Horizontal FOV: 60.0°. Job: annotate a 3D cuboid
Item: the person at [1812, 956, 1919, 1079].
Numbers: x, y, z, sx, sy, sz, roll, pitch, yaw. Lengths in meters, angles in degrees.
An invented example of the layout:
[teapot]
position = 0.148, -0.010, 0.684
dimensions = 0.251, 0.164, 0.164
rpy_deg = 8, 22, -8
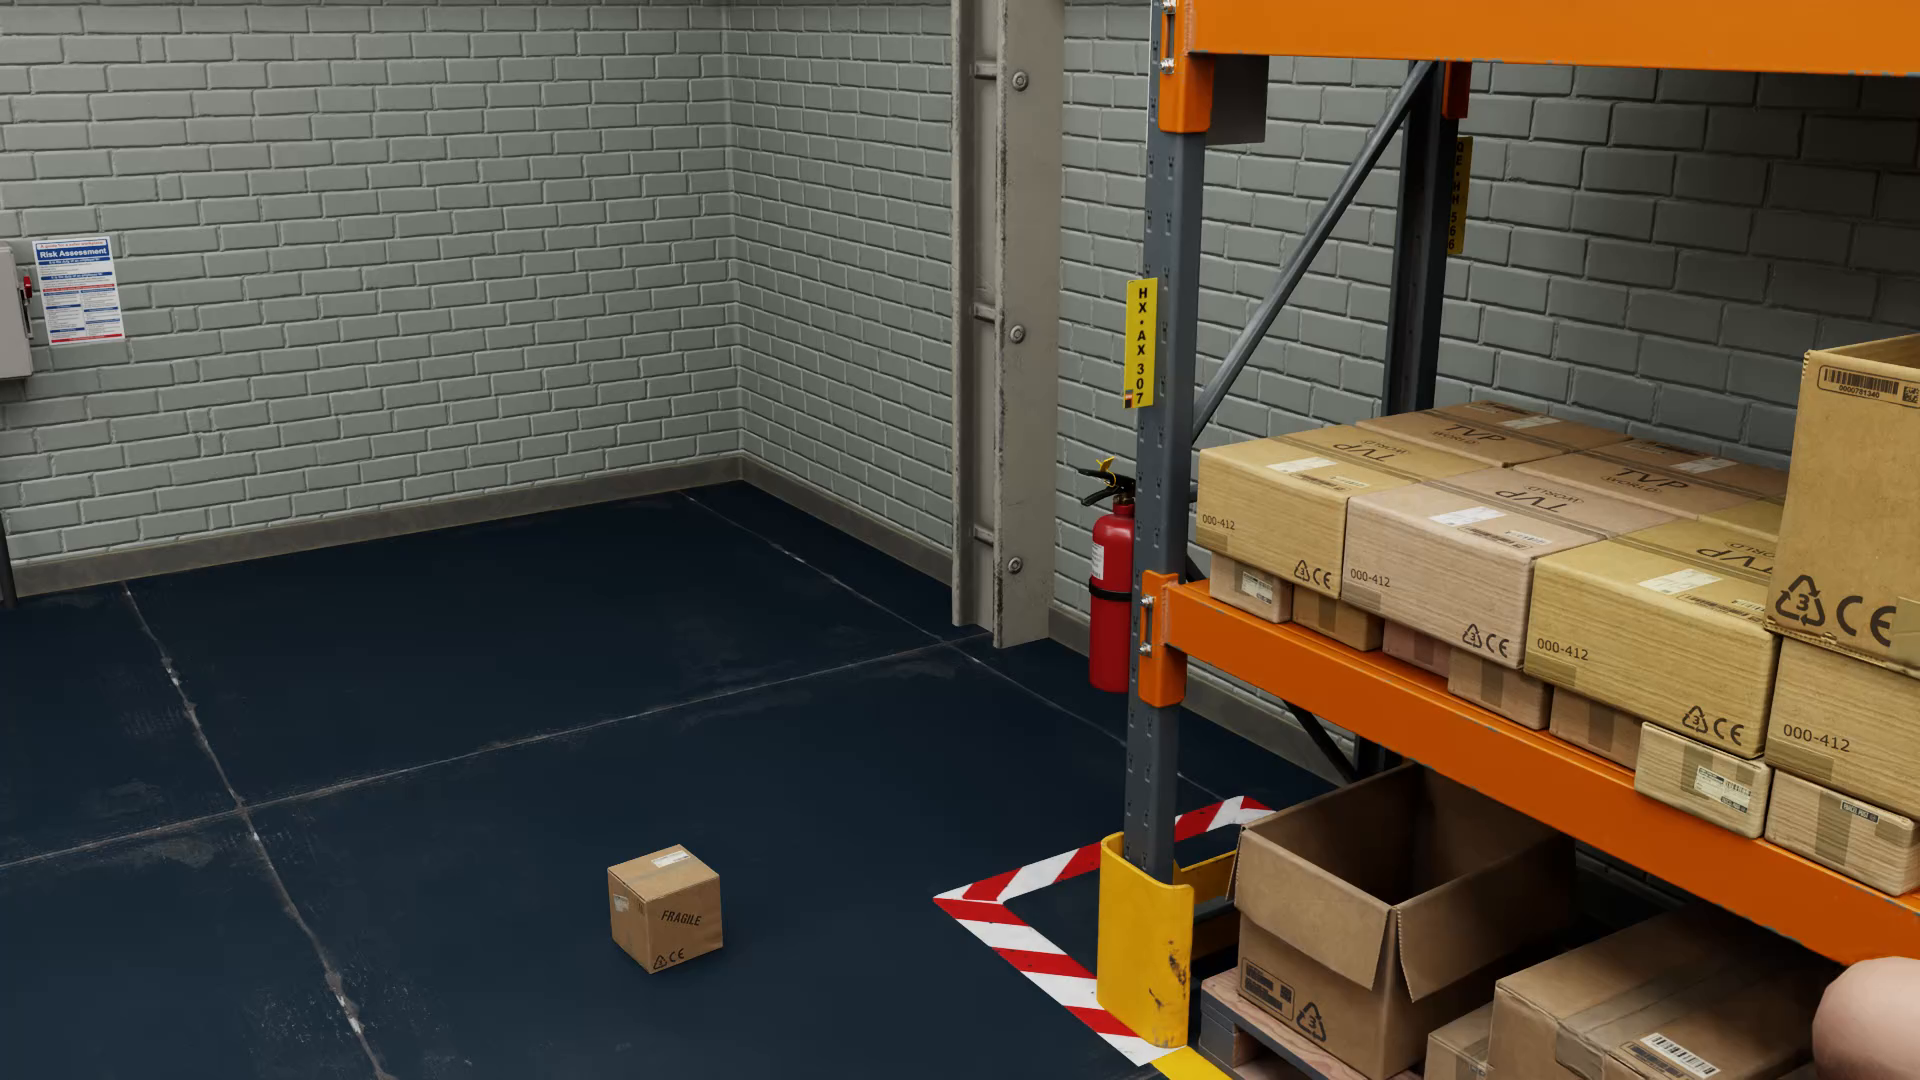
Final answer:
[person]
position = 0.994, 1.293, 1.965
dimensions = 0.594, 1.765, 0.696
rpy_deg = -11, 21, -32
